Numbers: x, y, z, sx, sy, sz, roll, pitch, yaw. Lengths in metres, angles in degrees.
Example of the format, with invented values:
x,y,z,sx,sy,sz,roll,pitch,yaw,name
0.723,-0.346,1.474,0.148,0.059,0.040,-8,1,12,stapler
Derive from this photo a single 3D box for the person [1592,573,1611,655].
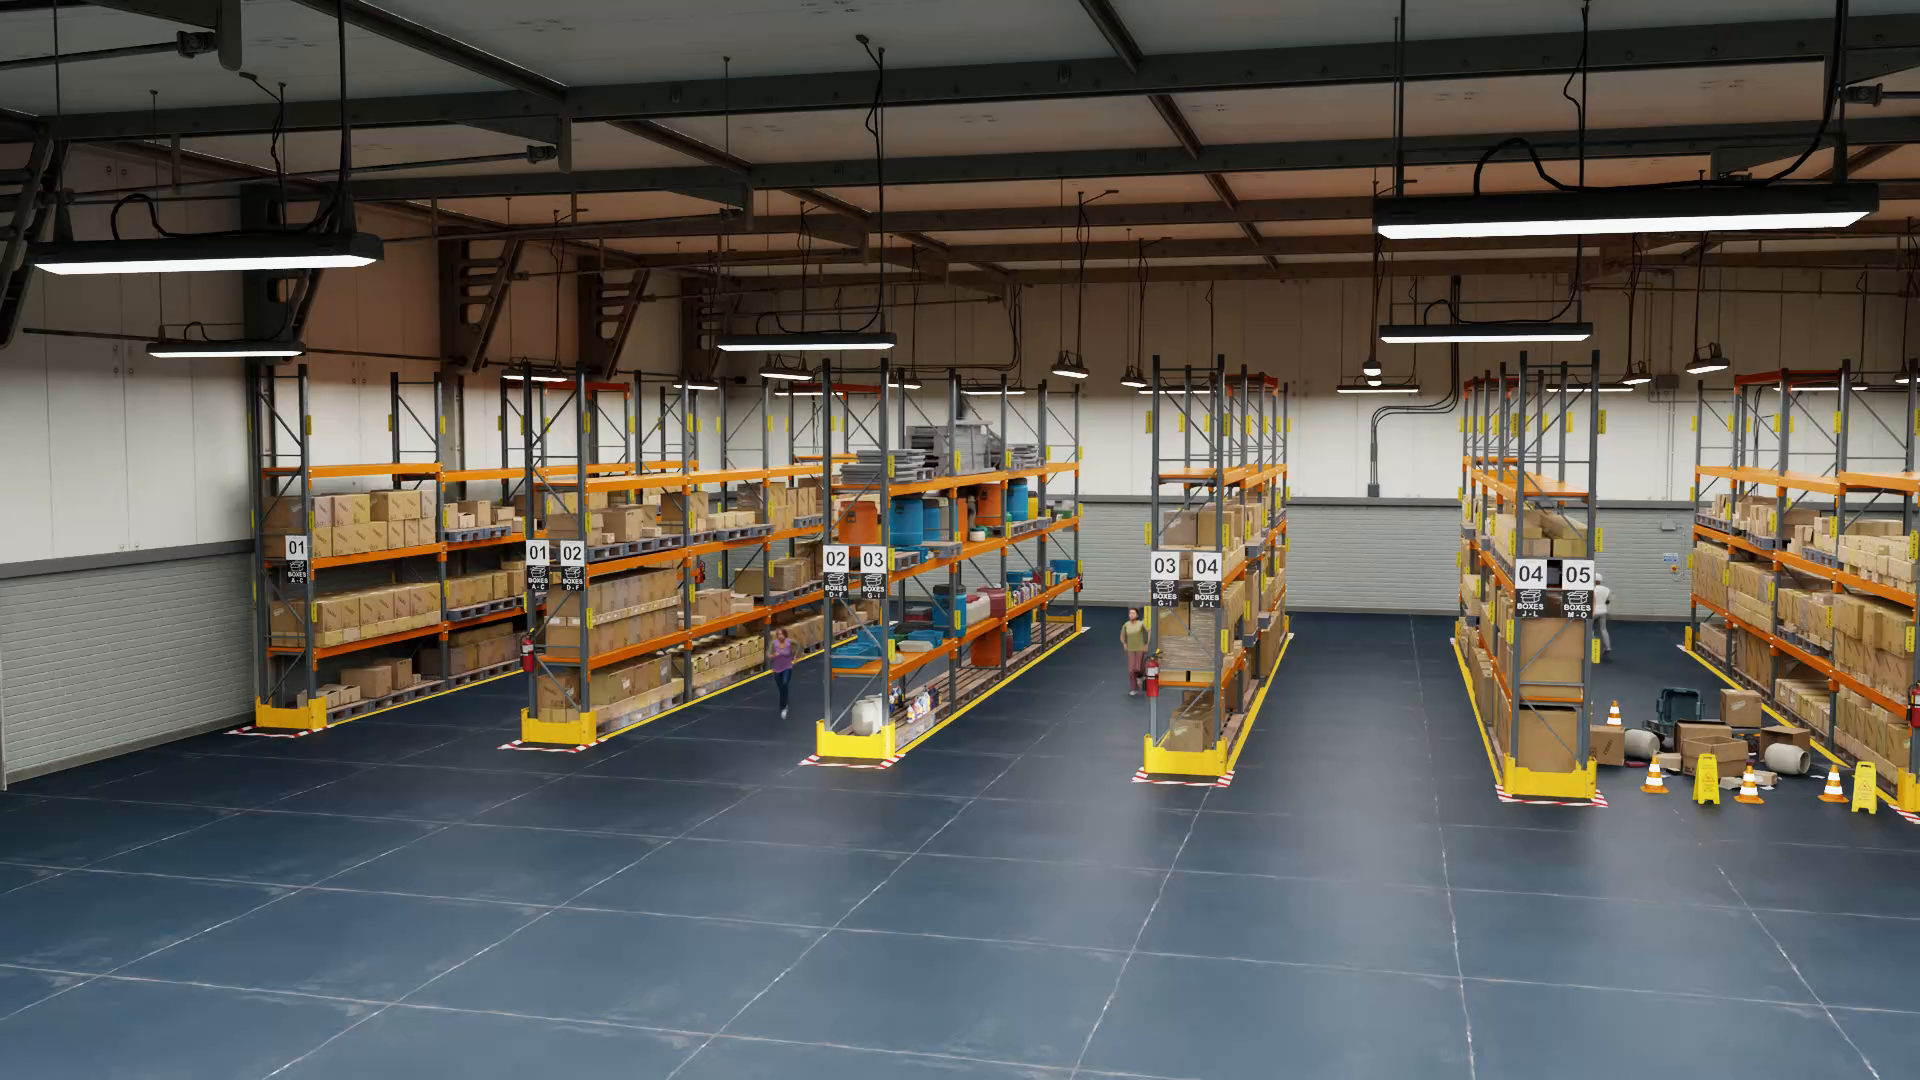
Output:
x,y,z,sx,sy,sz,roll,pitch,yaw,name
13.773,1.624,35.923,0.681,1.803,0.897,-1,4,-8,person

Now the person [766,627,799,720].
x,y,z,sx,sy,sz,roll,pitch,yaw,name
-3.028,2.255,28.461,0.531,1.579,0.868,0,4,4,person

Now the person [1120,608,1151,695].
x,y,z,sx,sy,sz,roll,pitch,yaw,name
3.264,2.063,30.903,0.593,1.633,0.619,1,4,19,person
